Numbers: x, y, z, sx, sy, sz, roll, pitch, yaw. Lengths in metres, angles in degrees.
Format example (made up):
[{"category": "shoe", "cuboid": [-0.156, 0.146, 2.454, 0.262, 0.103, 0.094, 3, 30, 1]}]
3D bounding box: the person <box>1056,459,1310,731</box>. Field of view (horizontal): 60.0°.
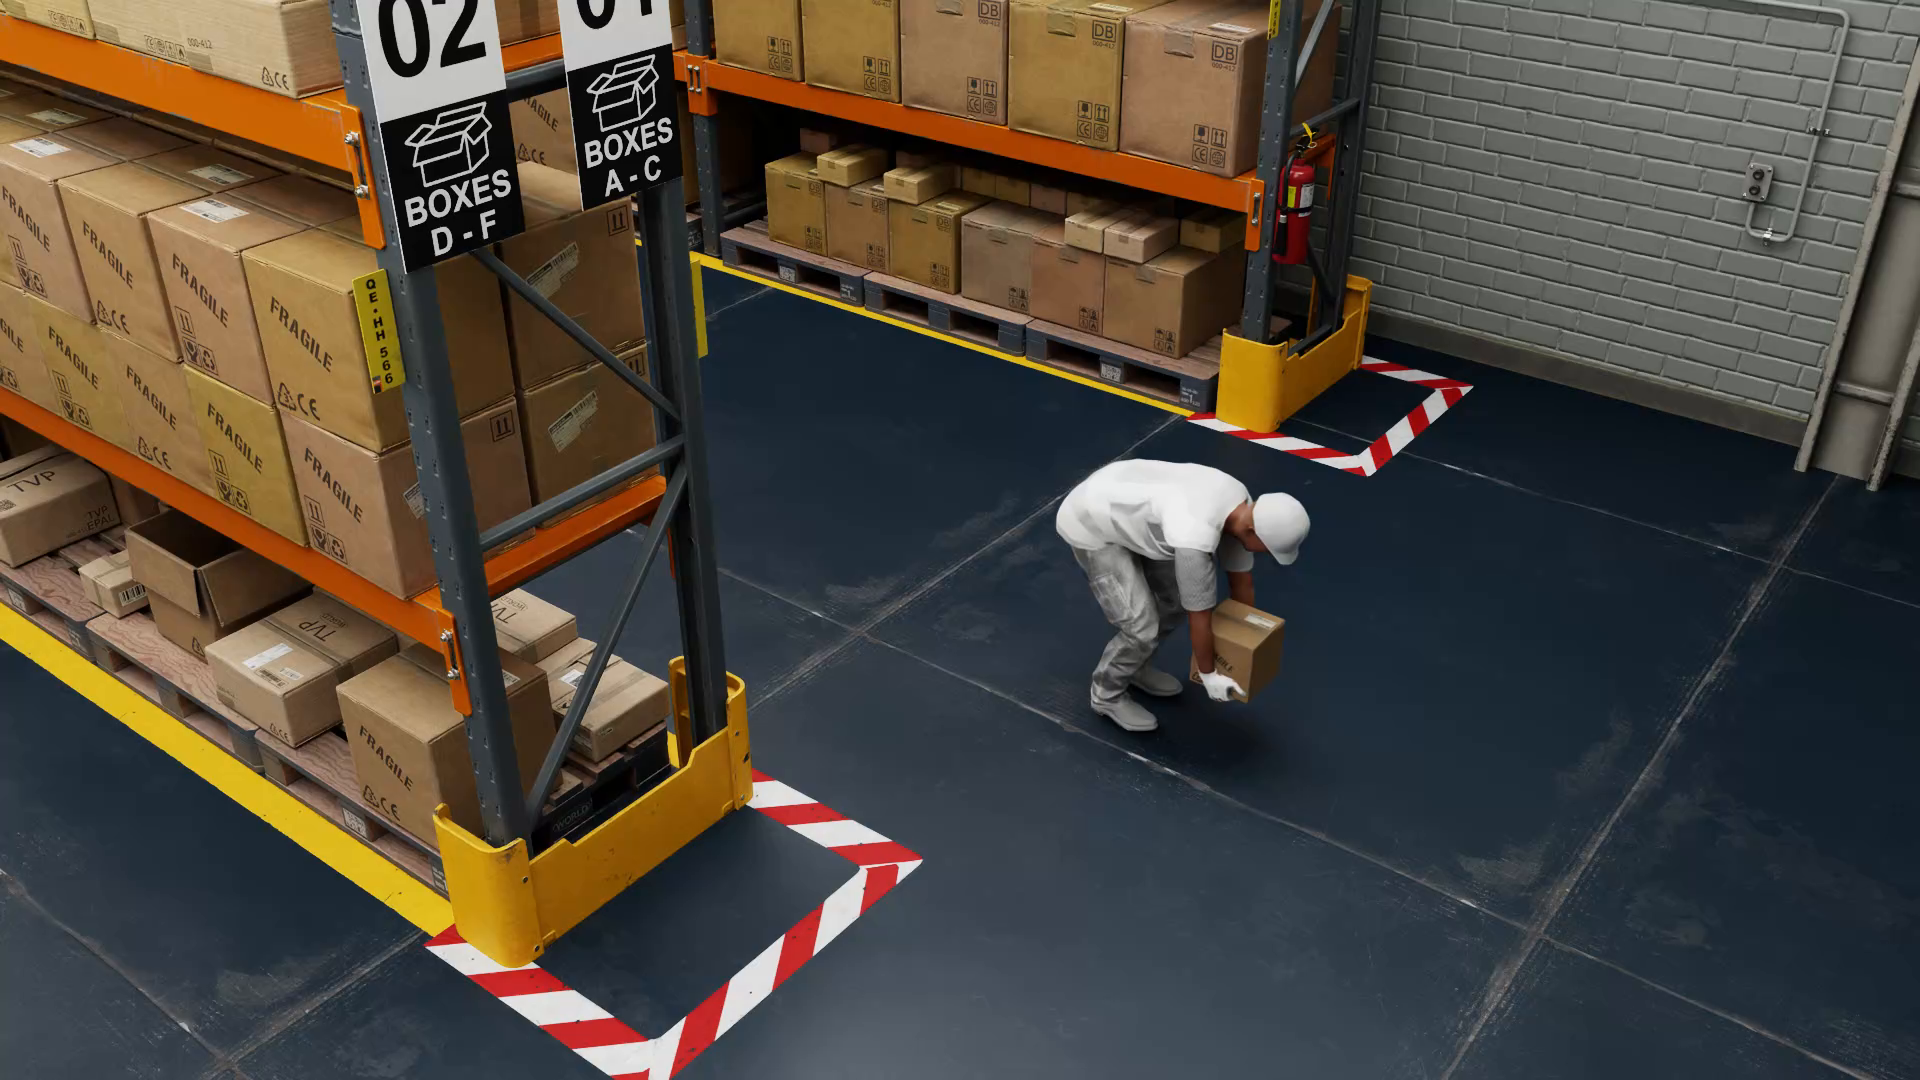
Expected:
[{"category": "person", "cuboid": [0.838, 0.216, 6.392, 0.974, 1.124, 0.520, 19, 36, 29]}]
